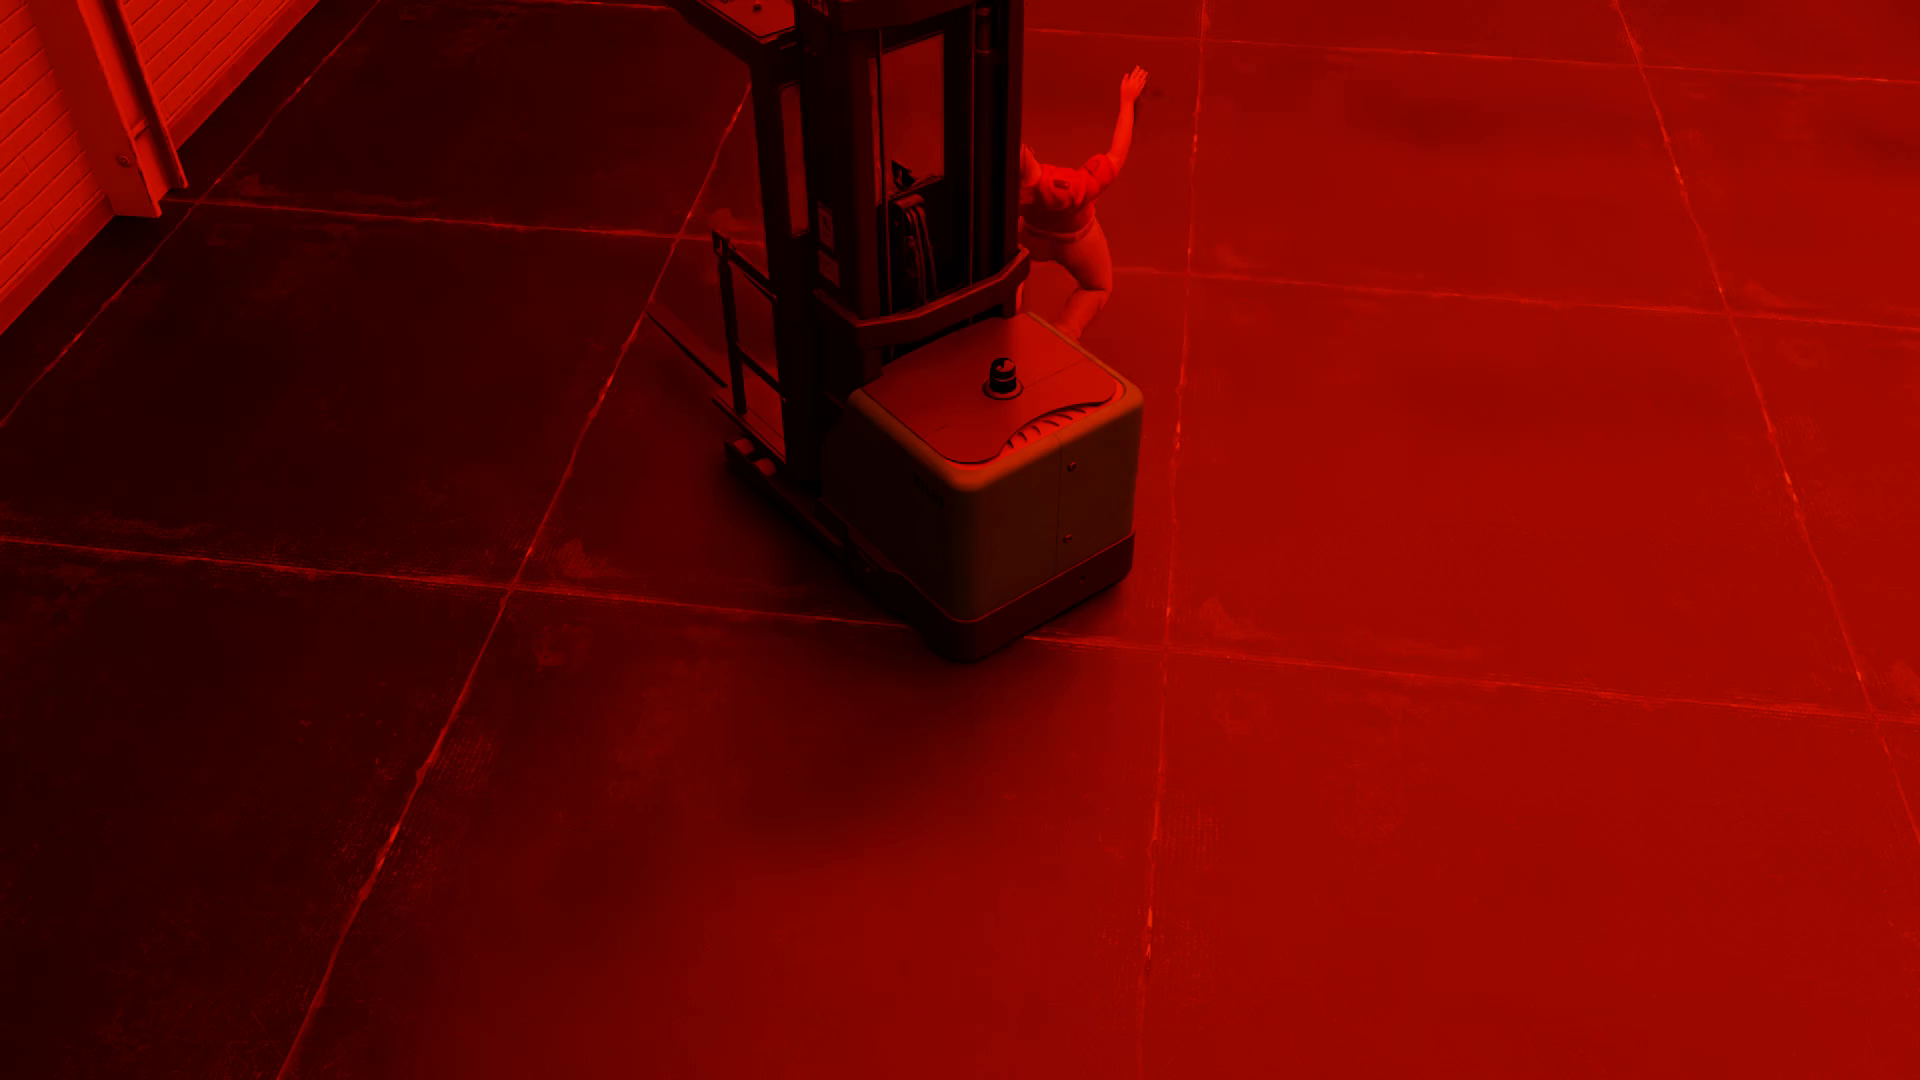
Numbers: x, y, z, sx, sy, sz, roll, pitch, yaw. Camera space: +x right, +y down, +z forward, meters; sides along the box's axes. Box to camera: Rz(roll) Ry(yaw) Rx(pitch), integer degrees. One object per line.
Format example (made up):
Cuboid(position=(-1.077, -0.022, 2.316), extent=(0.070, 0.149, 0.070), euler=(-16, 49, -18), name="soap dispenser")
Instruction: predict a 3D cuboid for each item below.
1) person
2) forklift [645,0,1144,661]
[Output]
Cuboid(position=(0.363, -1.621, 8.479), extent=(0.961, 1.645, 0.761), euler=(15, 45, 16), name="person")
Cuboid(position=(-0.505, -1.498, 7.355), extent=(1.130, 2.935, 3.031), euler=(-28, 49, -27), name="forklift")
